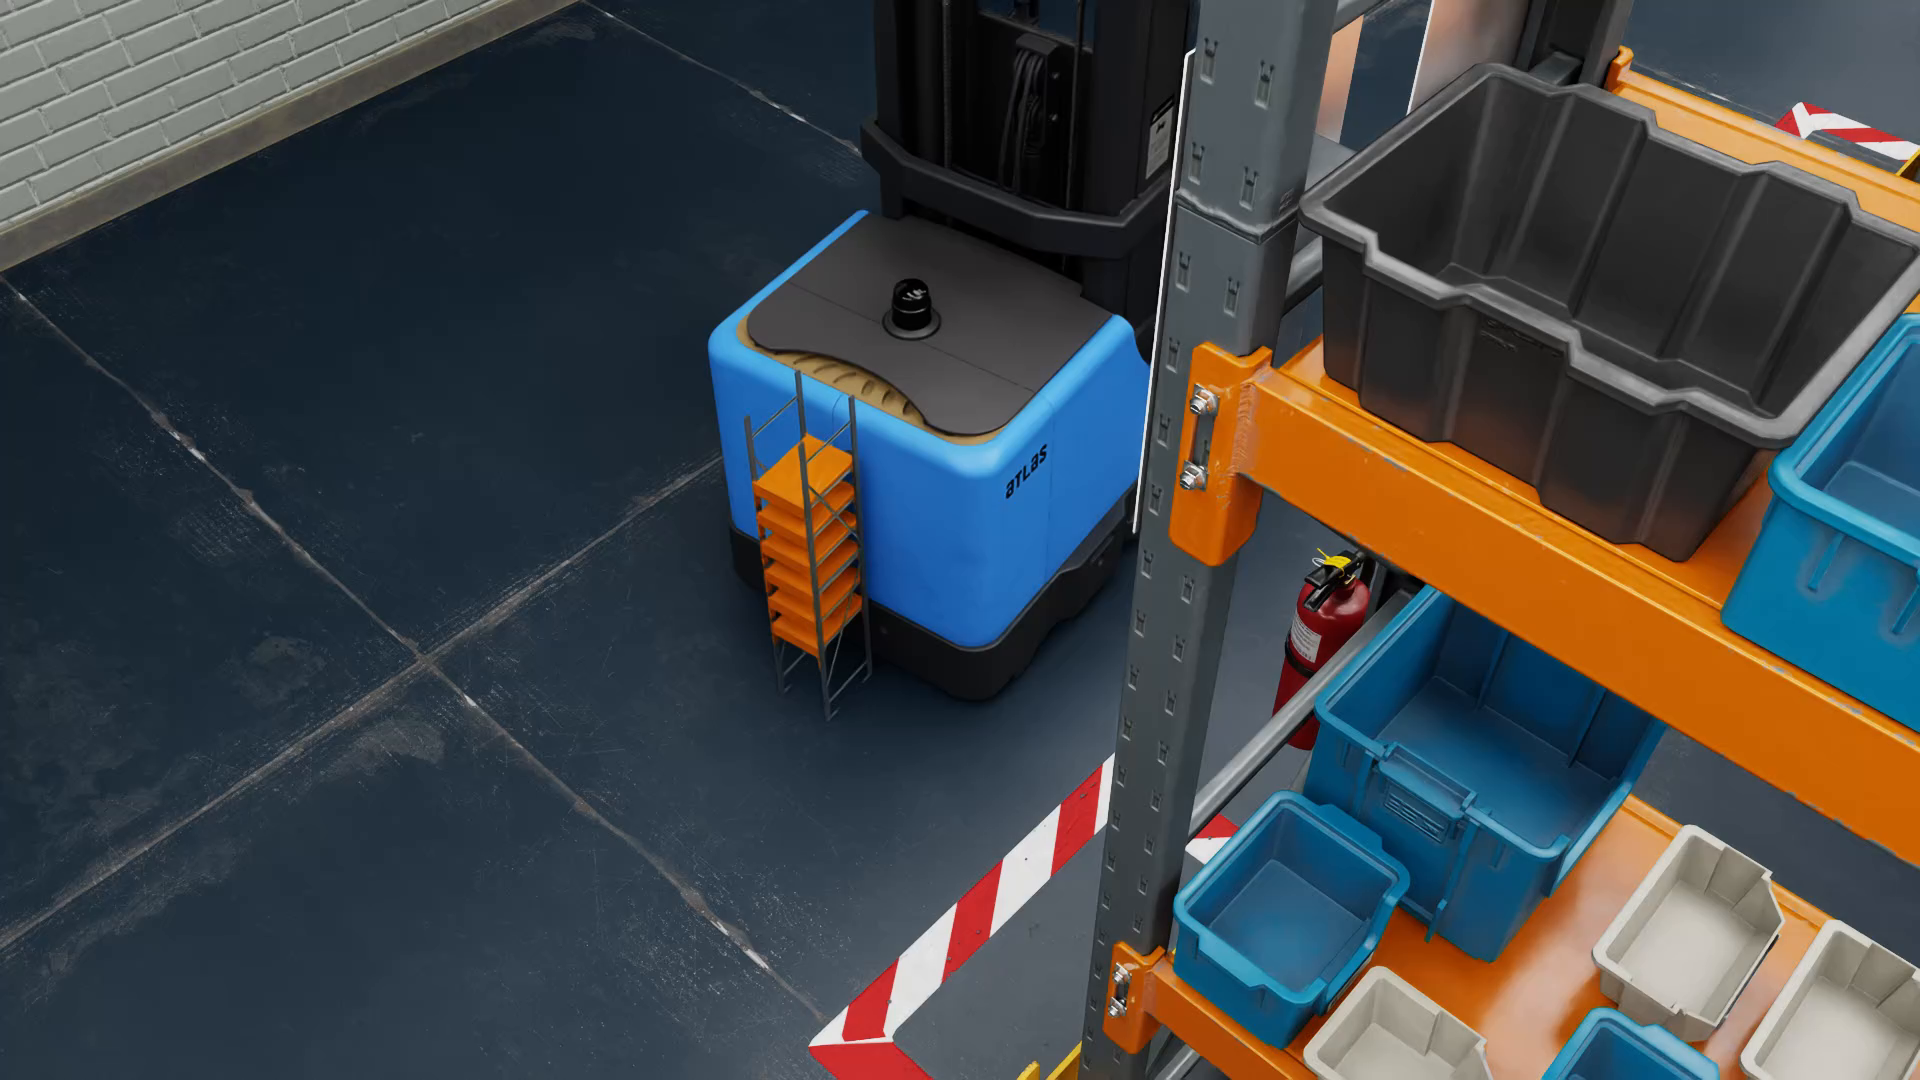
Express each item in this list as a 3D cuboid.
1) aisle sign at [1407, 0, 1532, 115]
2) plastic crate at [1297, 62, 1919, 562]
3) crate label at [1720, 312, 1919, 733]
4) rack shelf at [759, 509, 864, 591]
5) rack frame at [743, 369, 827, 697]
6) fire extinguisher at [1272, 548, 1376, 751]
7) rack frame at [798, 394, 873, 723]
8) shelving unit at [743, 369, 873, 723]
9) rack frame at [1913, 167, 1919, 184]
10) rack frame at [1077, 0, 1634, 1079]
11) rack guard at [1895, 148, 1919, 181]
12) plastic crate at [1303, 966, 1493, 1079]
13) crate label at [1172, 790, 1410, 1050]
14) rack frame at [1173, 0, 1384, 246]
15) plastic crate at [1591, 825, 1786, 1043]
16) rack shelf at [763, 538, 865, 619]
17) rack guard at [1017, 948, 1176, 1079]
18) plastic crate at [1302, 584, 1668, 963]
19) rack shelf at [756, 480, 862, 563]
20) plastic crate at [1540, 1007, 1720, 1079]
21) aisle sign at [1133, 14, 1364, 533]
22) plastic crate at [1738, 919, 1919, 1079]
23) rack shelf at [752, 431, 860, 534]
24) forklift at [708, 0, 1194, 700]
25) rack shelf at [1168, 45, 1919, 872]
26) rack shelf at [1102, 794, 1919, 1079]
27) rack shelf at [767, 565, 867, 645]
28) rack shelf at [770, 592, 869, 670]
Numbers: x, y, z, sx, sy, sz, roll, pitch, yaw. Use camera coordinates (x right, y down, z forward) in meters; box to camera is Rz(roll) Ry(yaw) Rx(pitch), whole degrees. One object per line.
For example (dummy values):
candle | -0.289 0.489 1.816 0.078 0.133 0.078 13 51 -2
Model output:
aisle sign | 0.791 -0.702 2.568 0.004 0.787 0.394 34 55 28
plastic crate | 0.739 -0.262 1.970 0.590 0.269 0.497 34 55 28
crate label | 1.104 0.034 1.705 0.502 0.251 0.408 34 55 28
rack shelf | -0.428 0.001 4.822 0.180 0.103 0.258 26 52 23
rack frame | -0.503 0.015 4.912 0.006 1.200 0.240 26 52 23
fire extinguisher | 0.842 0.217 3.798 0.183 0.674 0.296 34 55 28
rack frame | -0.352 0.090 4.842 0.006 1.200 0.240 26 52 23
shelving unit | -0.428 0.053 4.877 0.189 1.200 0.258 26 52 23
rack frame | 4.004 -2.273 5.826 0.127 3.000 1.000 34 55 28
rack frame | 0.645 0.381 3.335 0.127 3.000 1.000 34 55 28
rack guard | 3.986 -1.429 6.749 0.348 0.500 1.175 34 55 28
plastic crate | 0.783 0.952 2.939 0.298 0.136 0.250 34 55 28
crate label | 0.603 0.716 3.094 0.303 0.233 0.416 34 55 28
rack frame | 0.645 -1.673 1.148 0.127 3.000 1.000 34 55 28
plastic crate | 1.367 0.757 3.122 0.243 0.136 0.396 34 55 28
rack shelf | -0.428 0.083 4.909 0.180 0.103 0.258 26 52 23
rack guard | 0.618 1.231 4.251 0.348 0.500 1.175 34 55 28
plastic crate | 1.018 0.413 3.239 0.499 0.435 0.616 34 55 28
rack shelf | -0.428 -0.081 4.734 0.180 0.103 0.258 26 52 23
plastic crate | 1.087 1.041 2.788 0.300 0.233 0.416 34 55 28
aisle sign | 0.390 -0.386 2.271 0.004 0.787 0.394 34 55 28
plastic crate | 1.570 0.908 2.980 0.243 0.136 0.396 34 55 28
rack shelf | -0.428 -0.163 4.646 0.180 0.103 0.258 26 52 23
forklift | 0.489 -1.552 5.197 1.130 2.935 3.031 26 52 23
rack shelf | 2.115 0.589 1.575 4.000 0.370 1.077 34 55 28
rack shelf | 2.115 1.616 2.669 4.000 0.370 1.077 34 55 28
rack shelf | -0.427 0.165 4.997 0.180 0.103 0.258 26 52 23
rack shelf | -0.427 0.247 5.085 0.180 0.103 0.258 26 52 23
